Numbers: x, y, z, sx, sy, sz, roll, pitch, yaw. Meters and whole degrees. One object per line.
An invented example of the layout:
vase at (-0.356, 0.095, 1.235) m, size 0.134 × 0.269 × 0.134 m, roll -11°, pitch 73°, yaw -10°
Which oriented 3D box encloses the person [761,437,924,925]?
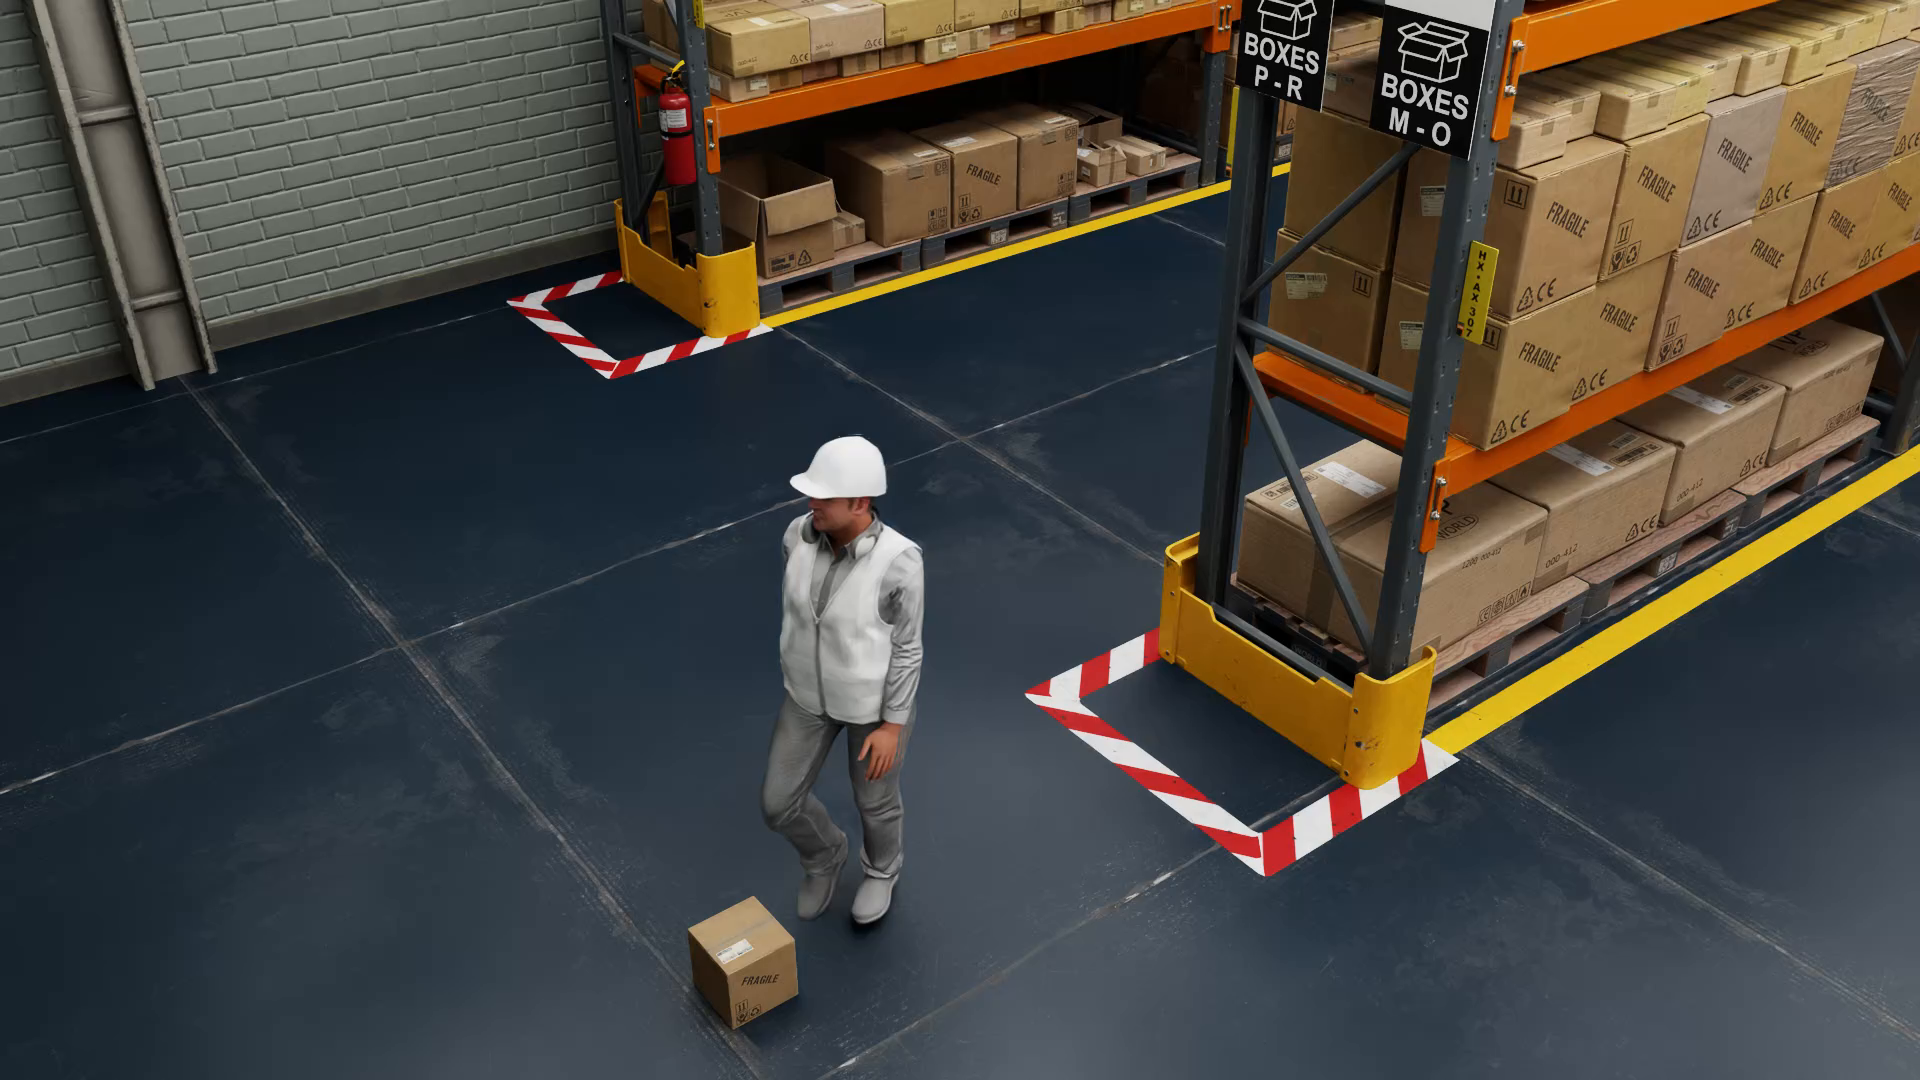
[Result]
person at (-0.373, 0.523, 5.277) m, size 0.551 × 1.809 × 0.483 m, roll 13°, pitch 34°, yaw 20°
